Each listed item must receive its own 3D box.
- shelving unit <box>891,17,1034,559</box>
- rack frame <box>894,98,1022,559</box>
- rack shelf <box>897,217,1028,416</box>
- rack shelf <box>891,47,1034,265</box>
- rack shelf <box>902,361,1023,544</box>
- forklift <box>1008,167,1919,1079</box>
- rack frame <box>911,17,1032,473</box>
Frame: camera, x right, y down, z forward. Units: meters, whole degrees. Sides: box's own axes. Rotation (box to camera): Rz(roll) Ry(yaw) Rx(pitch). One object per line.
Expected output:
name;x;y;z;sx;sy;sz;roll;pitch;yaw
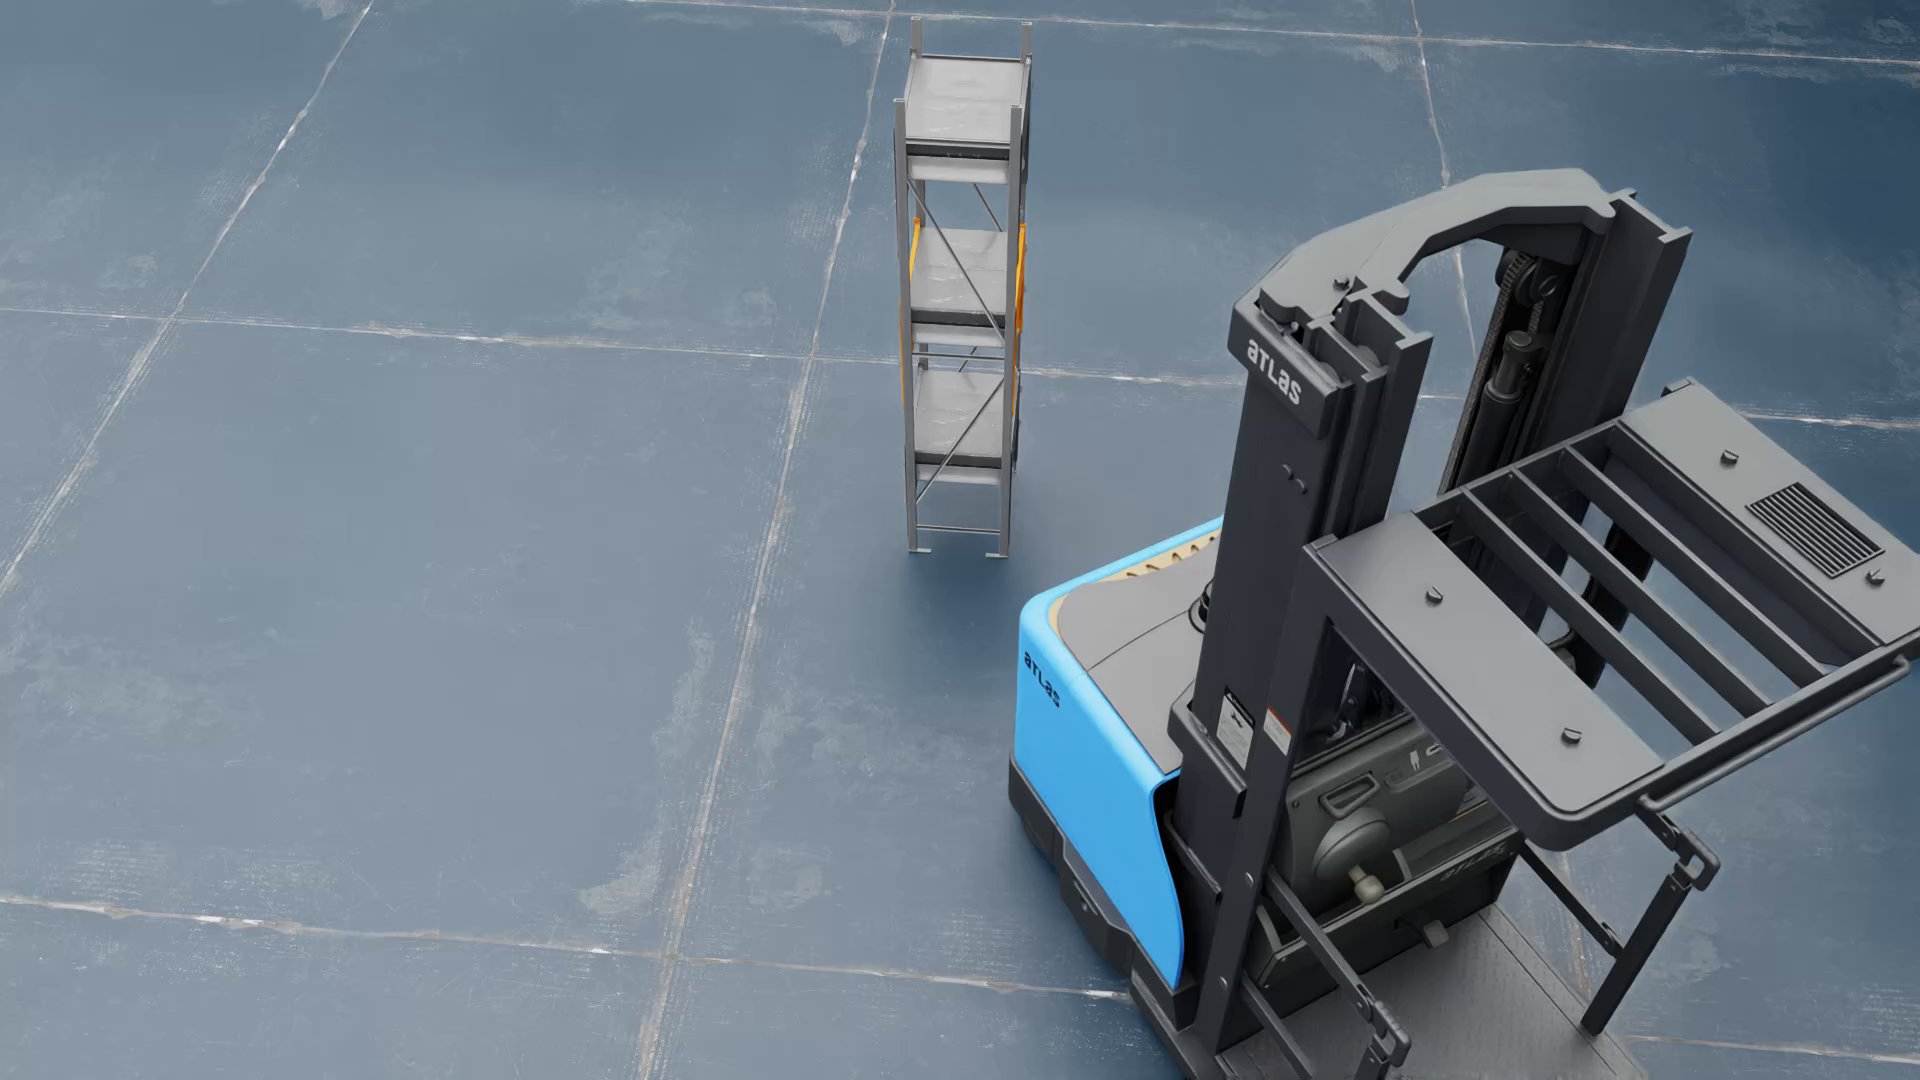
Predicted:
shelving unit;0.015;-0.830;6.112;0.431;2.100;0.503;4;48;4
rack frame;-0.007;-0.651;5.948;0.400;2.100;0.015;4;48;4
rack shelf;0.015;-0.821;6.122;0.431;0.518;0.480;4;48;4
rack shelf;0.015;-1.294;5.606;0.431;0.518;0.480;4;48;4
rack shelf;0.015;-0.349;6.639;0.431;0.518;0.480;4;48;4
forklift;1.320;0.711;4.139;1.130;2.935;3.031;-22;51;-19
rack frame;0.037;-1.010;6.276;0.400;2.100;0.015;4;48;4
